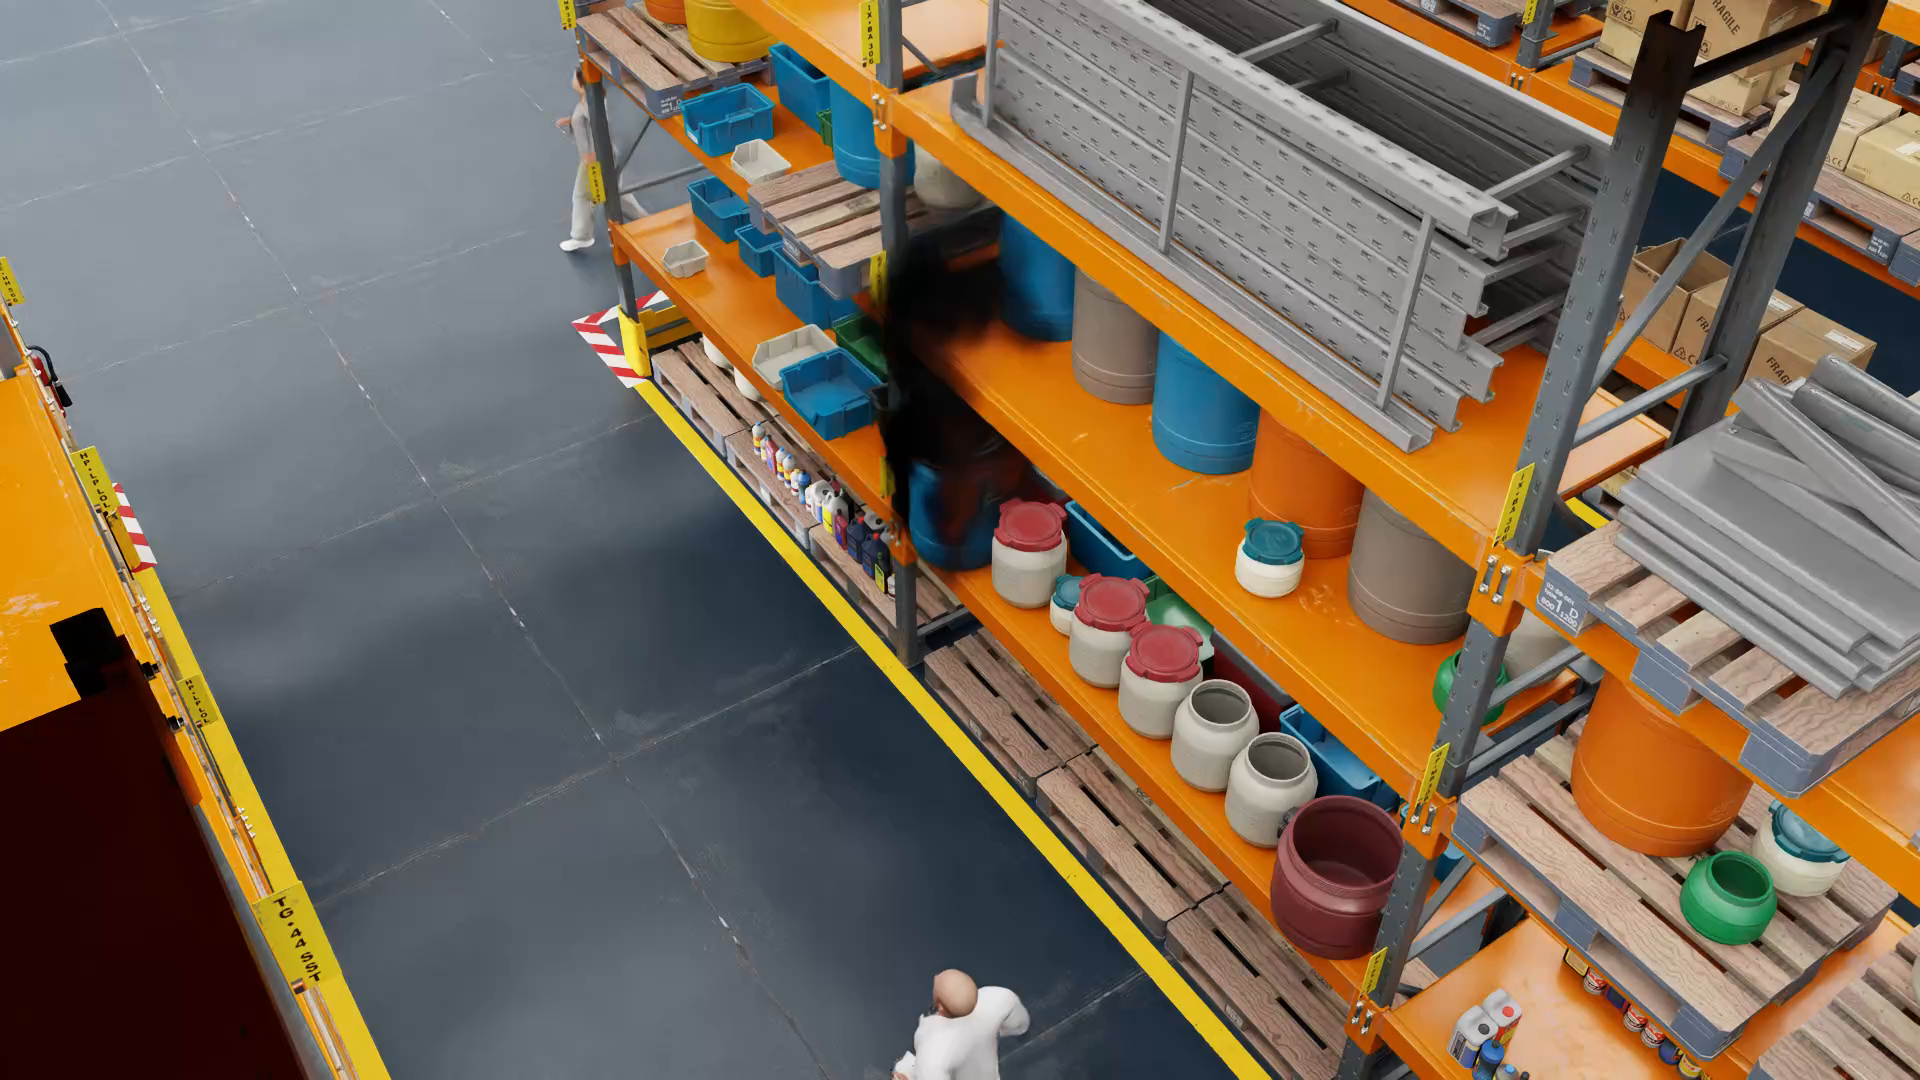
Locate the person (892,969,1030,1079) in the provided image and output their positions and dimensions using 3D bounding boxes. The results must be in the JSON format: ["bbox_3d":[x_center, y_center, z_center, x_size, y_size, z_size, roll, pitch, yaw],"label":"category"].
[{"bbox_3d":[0.001,2.501,7.632,0.707,1.712,0.753,-33,52,-31],"label":"person"}]

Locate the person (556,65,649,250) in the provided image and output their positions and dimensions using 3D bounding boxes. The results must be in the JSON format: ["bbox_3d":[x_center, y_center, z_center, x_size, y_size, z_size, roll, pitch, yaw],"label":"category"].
[{"bbox_3d":[-3.042,-3.195,13.957,0.858,1.681,0.576,5,43,5],"label":"person"}]
